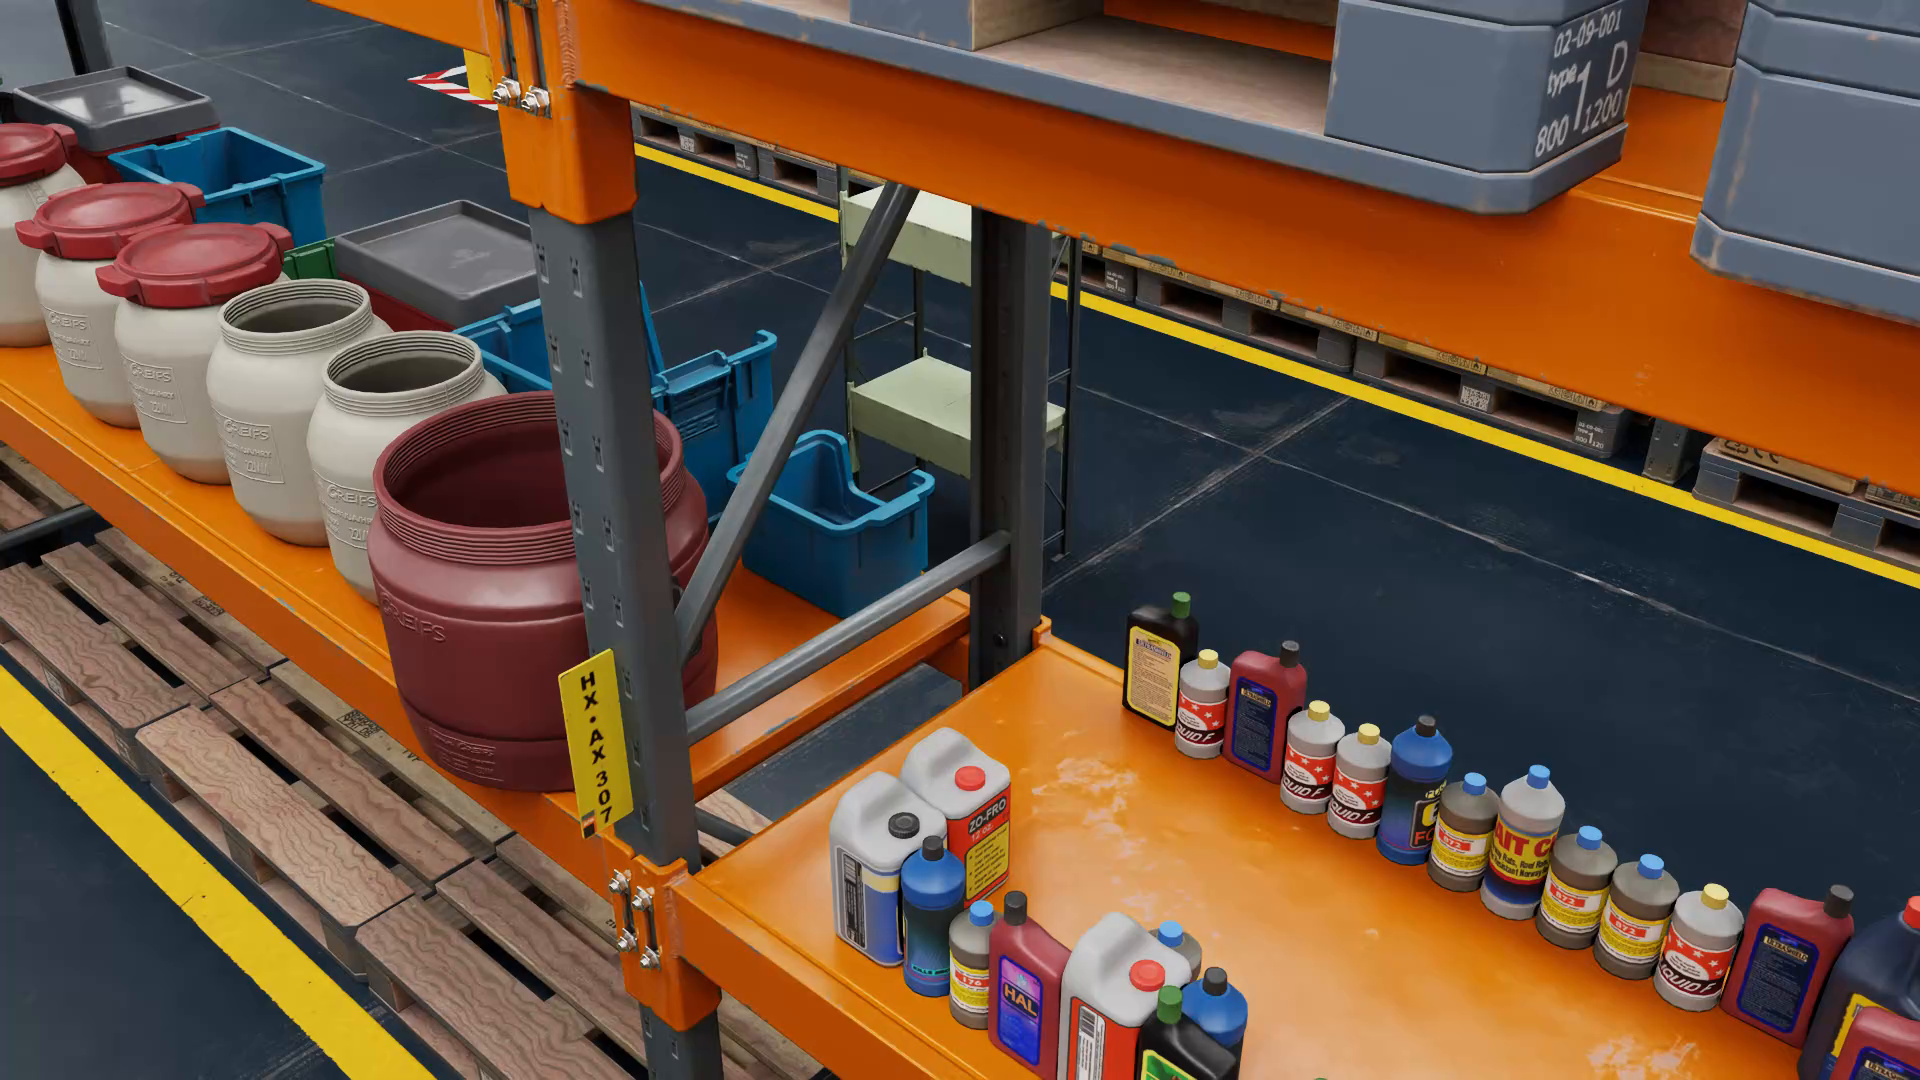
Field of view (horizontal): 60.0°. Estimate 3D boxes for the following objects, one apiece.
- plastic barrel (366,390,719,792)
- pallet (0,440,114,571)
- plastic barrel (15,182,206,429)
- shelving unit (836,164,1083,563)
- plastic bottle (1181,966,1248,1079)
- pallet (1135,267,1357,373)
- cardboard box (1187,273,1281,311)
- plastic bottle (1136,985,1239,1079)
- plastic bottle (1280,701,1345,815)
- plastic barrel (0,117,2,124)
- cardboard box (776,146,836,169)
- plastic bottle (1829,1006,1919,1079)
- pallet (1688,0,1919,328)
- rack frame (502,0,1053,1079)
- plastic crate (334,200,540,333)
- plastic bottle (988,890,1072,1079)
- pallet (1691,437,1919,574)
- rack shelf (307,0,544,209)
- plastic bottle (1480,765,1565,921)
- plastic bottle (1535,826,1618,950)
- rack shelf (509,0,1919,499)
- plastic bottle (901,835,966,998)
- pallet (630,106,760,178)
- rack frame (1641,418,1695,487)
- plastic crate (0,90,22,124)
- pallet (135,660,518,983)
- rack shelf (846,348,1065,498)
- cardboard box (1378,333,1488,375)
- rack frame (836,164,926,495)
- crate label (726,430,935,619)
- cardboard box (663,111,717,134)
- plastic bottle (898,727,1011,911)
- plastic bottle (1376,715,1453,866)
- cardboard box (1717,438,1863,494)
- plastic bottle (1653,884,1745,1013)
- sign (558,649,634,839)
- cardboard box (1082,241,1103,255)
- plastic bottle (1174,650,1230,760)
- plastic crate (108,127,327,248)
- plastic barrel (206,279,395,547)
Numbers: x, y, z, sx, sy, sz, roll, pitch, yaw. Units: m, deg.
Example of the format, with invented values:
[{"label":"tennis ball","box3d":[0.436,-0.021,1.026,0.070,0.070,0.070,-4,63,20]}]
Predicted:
[{"label":"plastic barrel","box3d":[-0.759,0.081,3.075,0.708,0.536,0.600,25,39,35]},{"label":"pallet","box3d":[-3.647,-0.254,6.467,1.213,0.211,1.003,25,39,35]},{"label":"plastic barrel","box3d":[-2.071,-0.589,4.189,0.433,0.535,0.433,0,31,0]},{"label":"shelving unit","box3d":[-0.005,-0.645,5.867,0.755,1.500,0.431,25,39,35]},{"label":"plastic bottle","box3d":[0.344,0.700,2.303,0.097,0.271,0.097,0,31,0]},{"label":"pallet","box3d":[1.630,-1.236,8.099,1.213,0.211,1.003,25,39,35]},{"label":"cardboard box","box3d":[1.423,-1.329,7.807,0.500,0.250,0.500,26,40,36]},{"label":"plastic bottle","box3d":[0.304,0.732,2.240,0.133,0.283,0.061,25,39,35]},{"label":"plastic bottle","box3d":[0.619,0.373,2.915,0.097,0.201,0.097,0,31,0]},{"label":"plastic barrel","box3d":[-3.094,-1.165,4.791,0.708,0.901,0.600,25,39,35]},{"label":"cardboard box","box3d":[-0.705,-2.349,9.502,0.500,0.250,0.500,25,39,35]},{"label":"plastic bottle","box3d":[1.262,0.726,2.249,0.133,0.283,0.061,25,39,35]},{"label":"pallet","box3d":[1.264,-0.261,1.050,1.213,0.211,1.003,25,39,35]},{"label":"rack frame","box3d":[-0.212,0.184,3.036,0.127,3.000,1.000,25,39,35]},{"label":"plastic crate","box3d":[-1.204,-0.519,4.142,0.583,0.464,0.402,25,39,35]},{"label":"plastic bottle","box3d":[0.105,0.639,2.394,0.133,0.283,0.061,25,39,35]},{"label":"pallet","box3d":[3.643,-0.241,6.446,1.213,0.211,1.003,25,39,35]},{"label":"rack shelf","box3d":[-1.695,-1.485,3.597,4.000,0.370,1.077,25,39,35]},{"label":"plastic bottle","box3d":[0.908,0.478,2.673,0.097,0.271,0.097,0,31,0]},{"label":"plastic bottle","box3d":[0.980,0.541,2.635,0.097,0.201,0.097,0,31,0]},{"label":"rack shelf","box3d":[1.271,-0.100,1.298,4.000,0.370,1.077,25,39,35]},{"label":"plastic bottle","box3d":[-0.040,0.563,2.531,0.097,0.271,0.097,0,31,0]},{"label":"pallet","box3d":[-1.321,-2.612,10.384,1.213,0.211,1.003,25,39,35]},{"label":"rack frame","box3d":[3.115,-1.709,6.180,0.127,3.000,1.000,25,39,35]},{"label":"plastic crate","box3d":[-3.480,-1.403,5.733,0.504,0.338,0.767,25,39,35]},{"label":"pallet","box3d":[-1.660,0.674,4.926,1.213,0.211,1.003,25,39,35]},{"label":"rack shelf","box3d":[-0.005,-0.366,6.035,0.720,0.370,0.431,25,39,35]},{"label":"cardboard box","box3d":[2.177,-0.976,7.222,0.500,0.250,0.500,25,39,35]},{"label":"rack frame","box3d":[-0.276,-0.772,6.077,0.023,1.500,0.400,25,39,35]},{"label":"crate label","box3d":[-0.273,-0.033,3.559,0.416,0.233,0.303,25,39,35]},{"label":"cardboard box","box3d":[-1.457,-2.689,10.067,0.500,0.250,0.500,25,39,35]},{"label":"plastic bottle","box3d":[-0.006,0.453,2.710,0.135,0.276,0.152,25,39,35]},{"label":"plastic bottle","box3d":[0.763,0.410,2.785,0.097,0.271,0.097,0,31,0]},{"label":"cardboard box","box3d":[3.261,-0.559,6.268,0.500,0.500,0.500,27,40,37]},{"label":"plastic bottle","box3d":[1.124,0.609,2.523,0.097,0.201,0.097,0,31,0]},{"label":"sign","box3d":[-0.576,0.327,2.640,0.005,0.325,0.100,25,39,35]},{"label":"cardboard box","box3d":[0.660,-1.683,8.396,0.500,0.250,0.500,26,40,36]},{"label":"plastic bottle","box3d":[0.448,0.293,3.047,0.097,0.201,0.097,0,31,0]},{"label":"plastic crate","box3d":[-2.151,-0.930,4.903,0.575,0.384,0.392,25,39,35]},{"label":"plastic barrel","box3d":[-1.430,-0.284,3.705,0.421,0.512,0.421,0,31,0]}]
